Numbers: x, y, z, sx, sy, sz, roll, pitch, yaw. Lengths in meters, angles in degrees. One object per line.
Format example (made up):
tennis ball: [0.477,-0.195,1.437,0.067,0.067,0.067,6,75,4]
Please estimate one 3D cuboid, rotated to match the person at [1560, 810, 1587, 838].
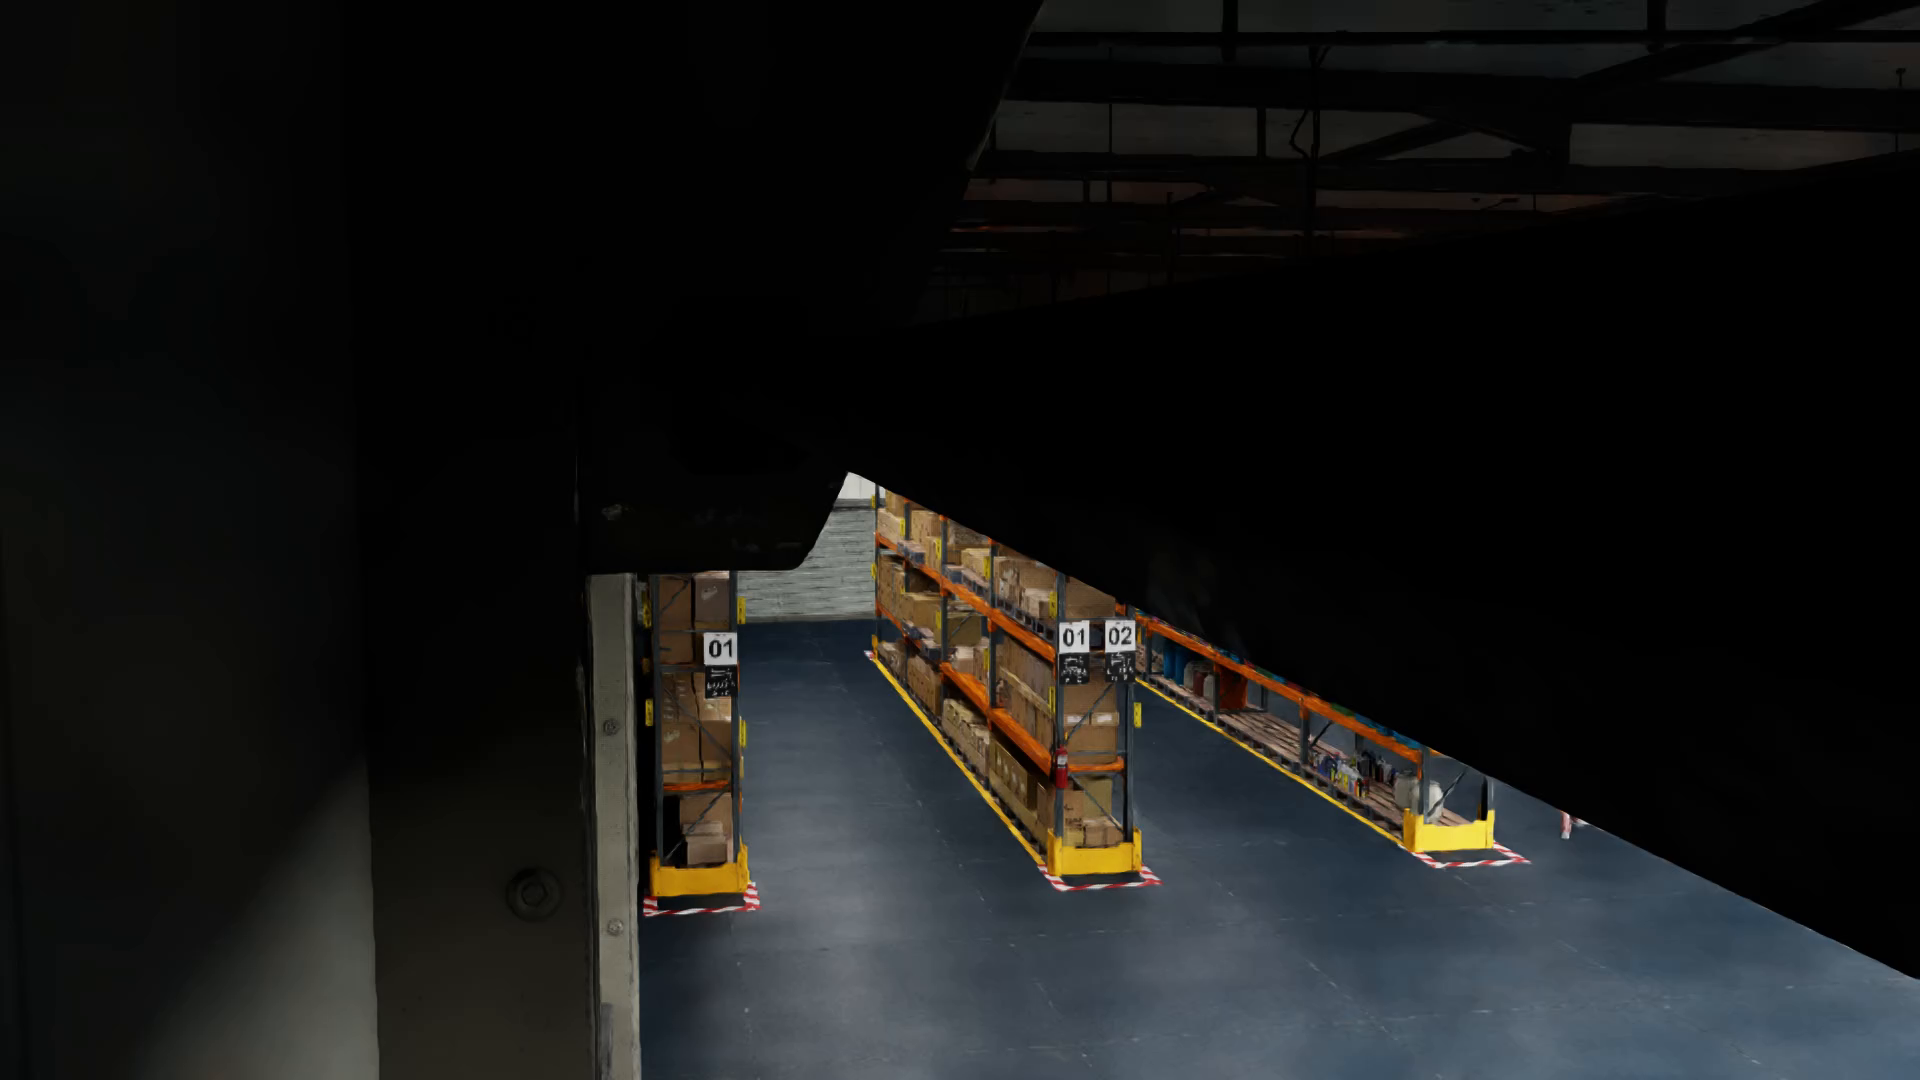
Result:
person: [8.361,3.221,22.645,0.479,1.584,0.958,1,6,10]
